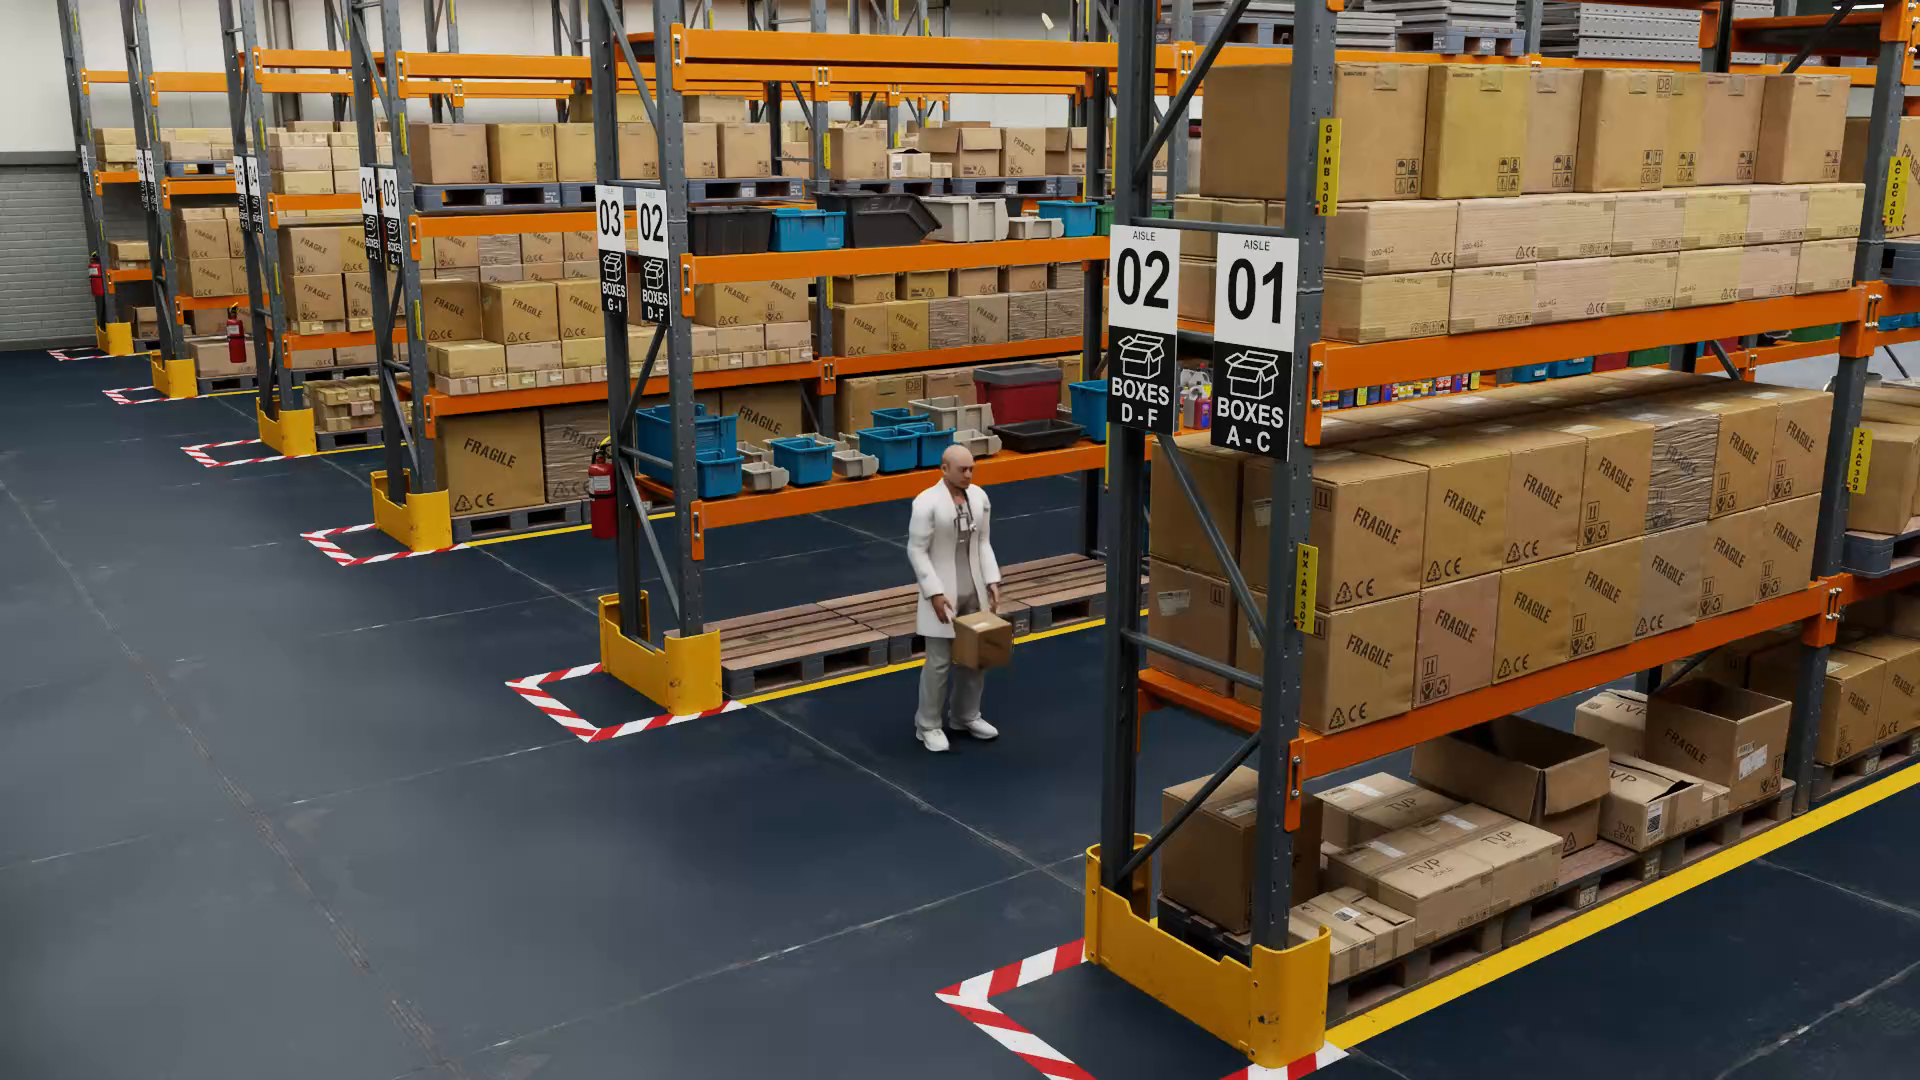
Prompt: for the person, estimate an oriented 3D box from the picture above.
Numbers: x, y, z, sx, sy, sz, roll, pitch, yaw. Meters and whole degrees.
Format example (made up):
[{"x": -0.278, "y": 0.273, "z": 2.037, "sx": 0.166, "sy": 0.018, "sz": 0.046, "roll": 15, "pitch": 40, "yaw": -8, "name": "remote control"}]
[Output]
[{"x": -0.028, "y": 0.319, "z": 9.770, "sx": 0.586, "sy": 1.779, "sz": 0.424, "roll": -11, "pitch": 18, "yaw": -36, "name": "person"}]
